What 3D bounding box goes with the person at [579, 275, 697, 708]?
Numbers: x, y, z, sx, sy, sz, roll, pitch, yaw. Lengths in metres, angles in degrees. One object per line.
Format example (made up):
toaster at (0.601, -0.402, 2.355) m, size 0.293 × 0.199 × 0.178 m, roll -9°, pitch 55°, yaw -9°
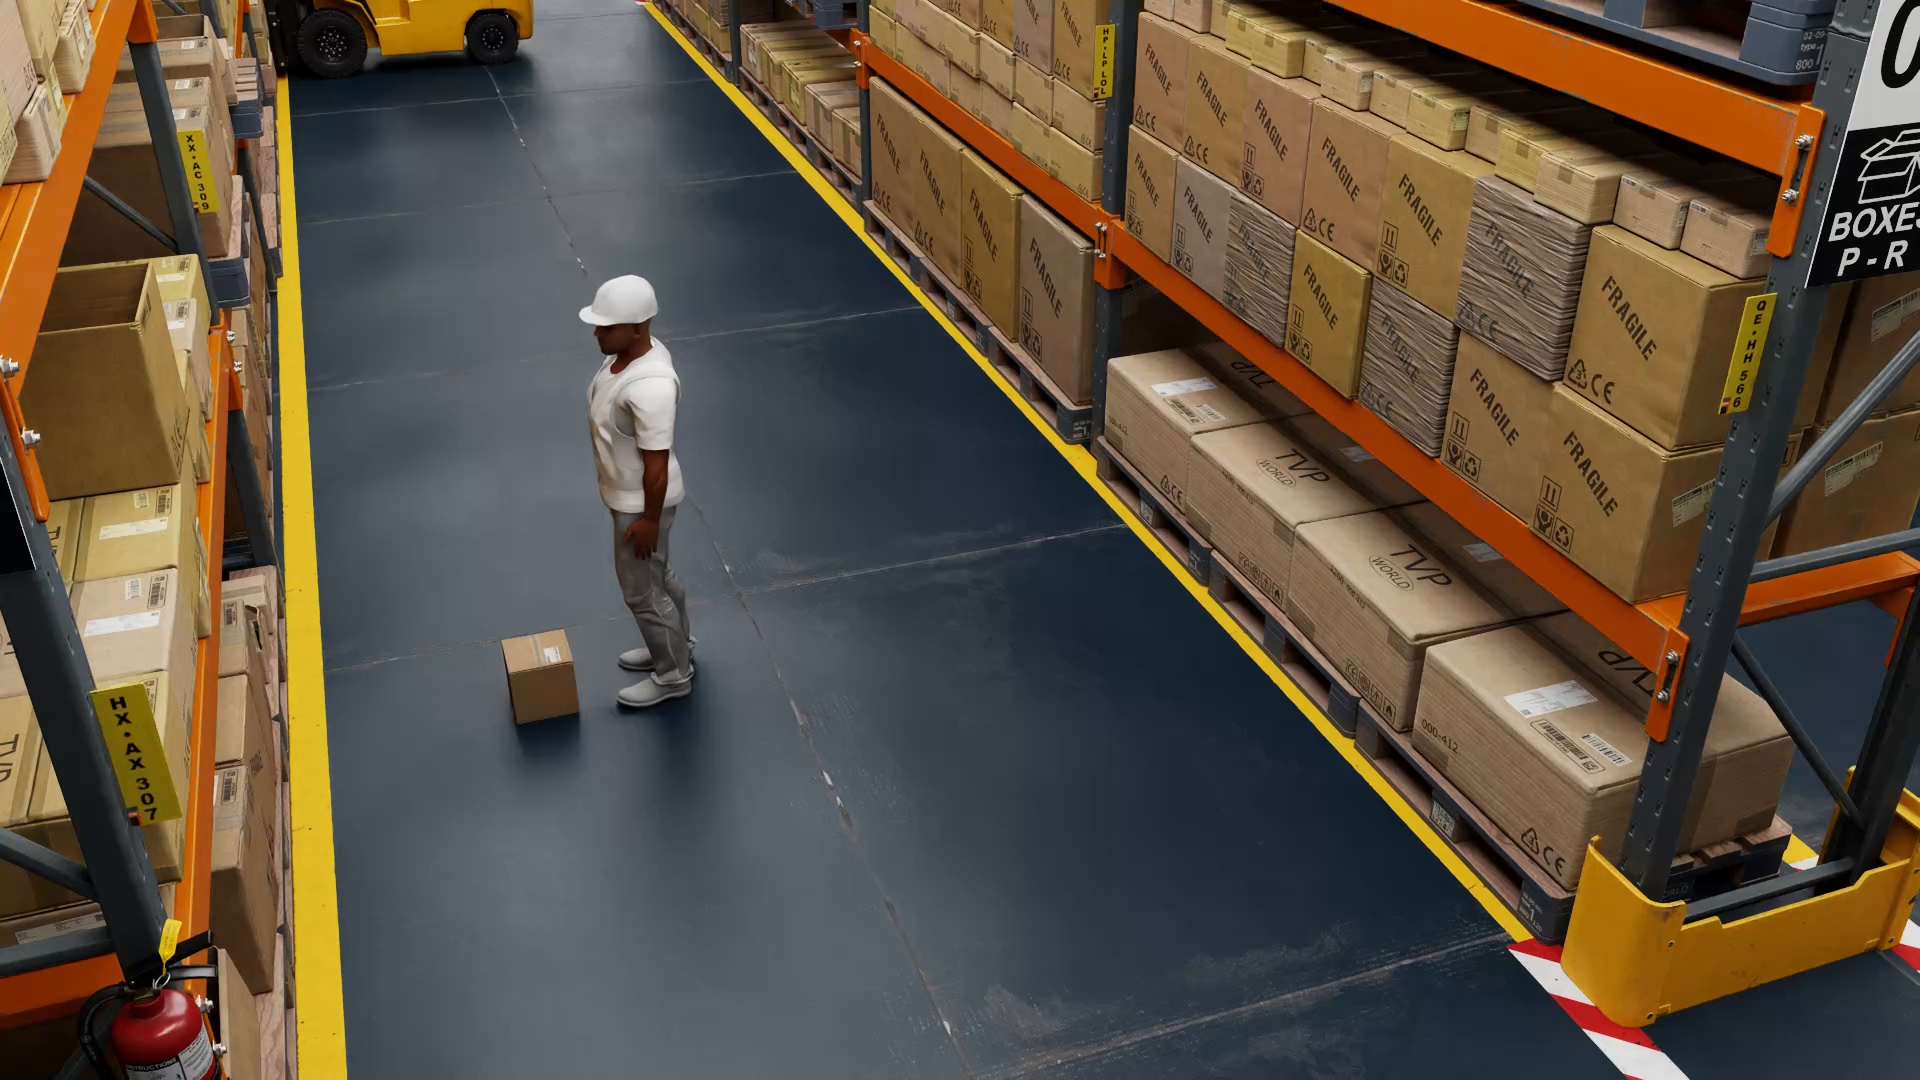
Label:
person at (-1.242, -0.178, 6.423) m, size 0.376 × 1.764 × 0.565 m, roll -10°, pitch 31°, yaw -16°
